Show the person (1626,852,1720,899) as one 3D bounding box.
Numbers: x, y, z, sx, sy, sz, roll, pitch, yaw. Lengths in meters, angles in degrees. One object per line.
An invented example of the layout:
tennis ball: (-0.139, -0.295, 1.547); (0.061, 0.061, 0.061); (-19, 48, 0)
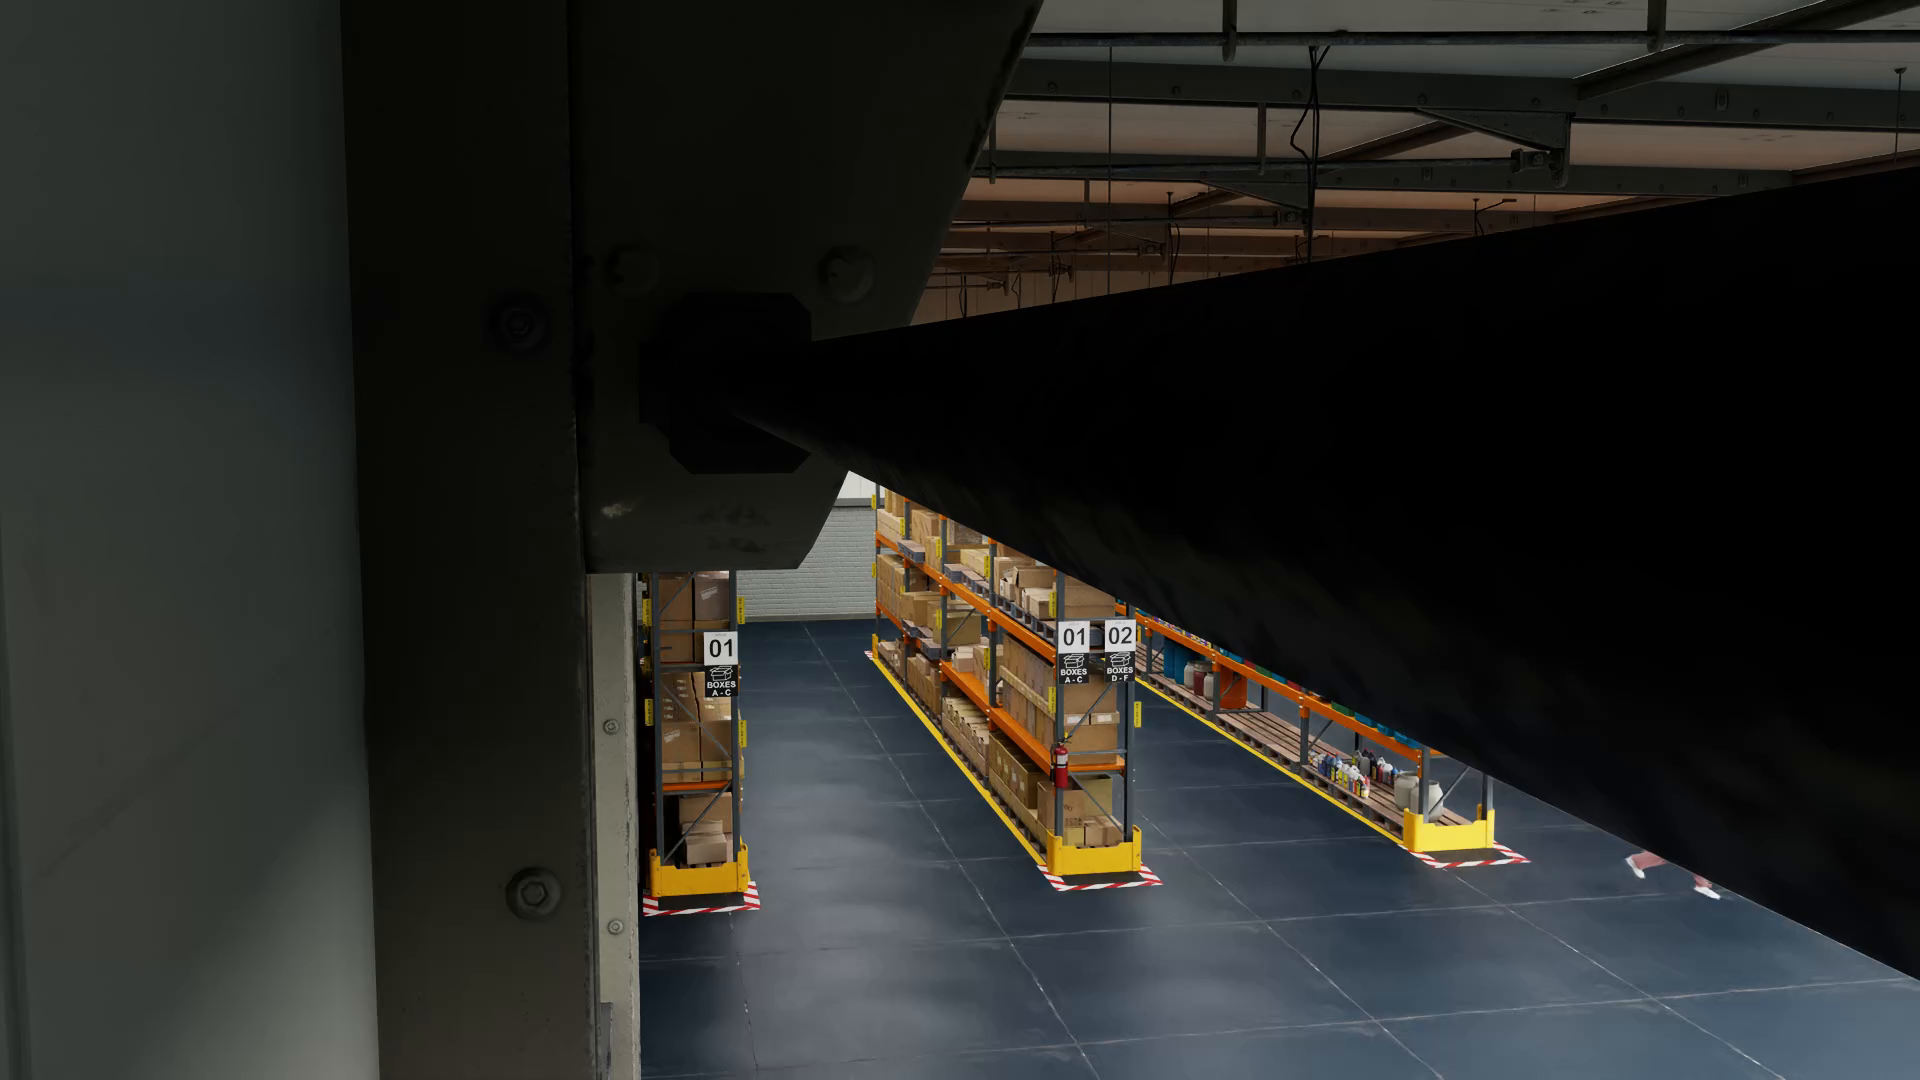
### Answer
person: (8.618, 3.471, 20.047); (1.063, 1.659, 0.580); (2, 6, 18)
